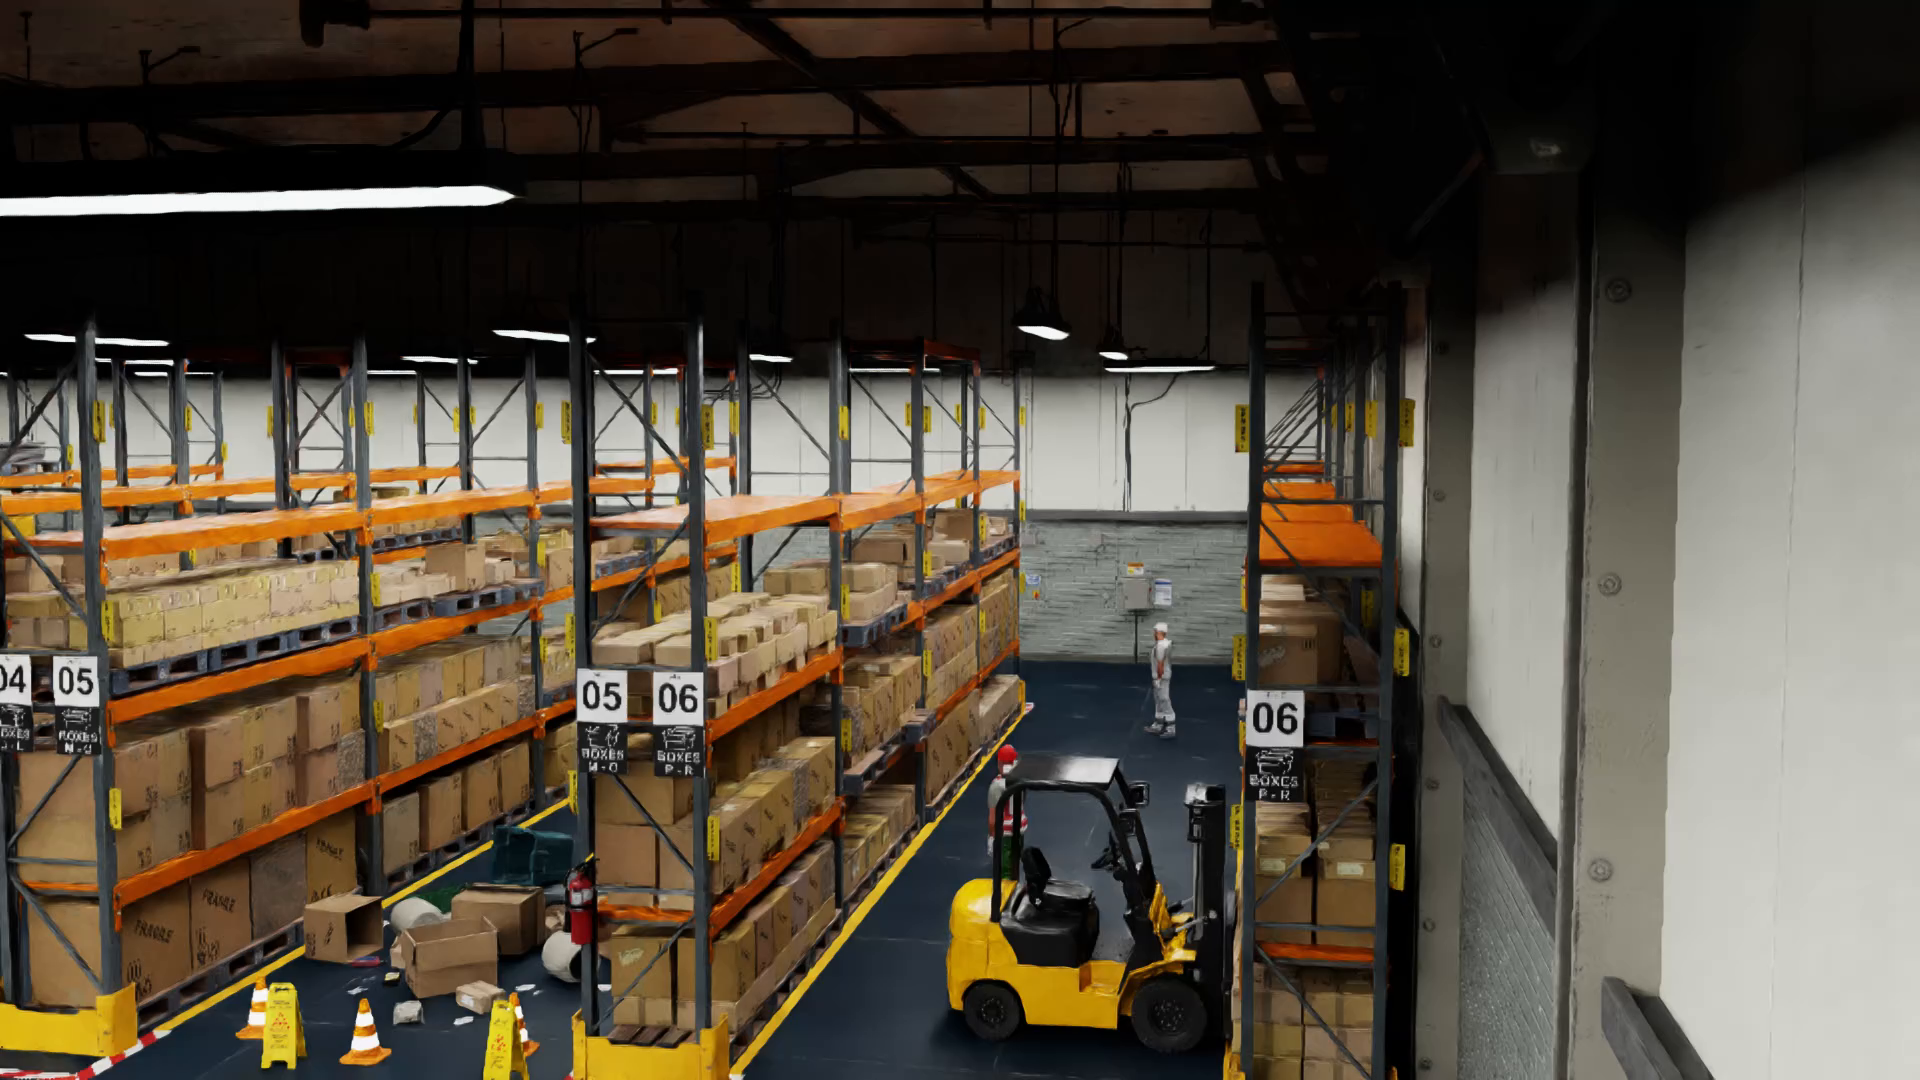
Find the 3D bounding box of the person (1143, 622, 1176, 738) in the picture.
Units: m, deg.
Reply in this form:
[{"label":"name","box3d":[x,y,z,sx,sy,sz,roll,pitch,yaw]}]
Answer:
[{"label":"person","box3d":[3.139,2.172,26.102,0.573,1.790,0.722,1,5,16]}]

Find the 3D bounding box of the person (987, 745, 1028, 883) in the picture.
[{"label":"person","box3d":[0.416,2.893,16.581,0.490,1.725,0.608,4,6,39]}]
